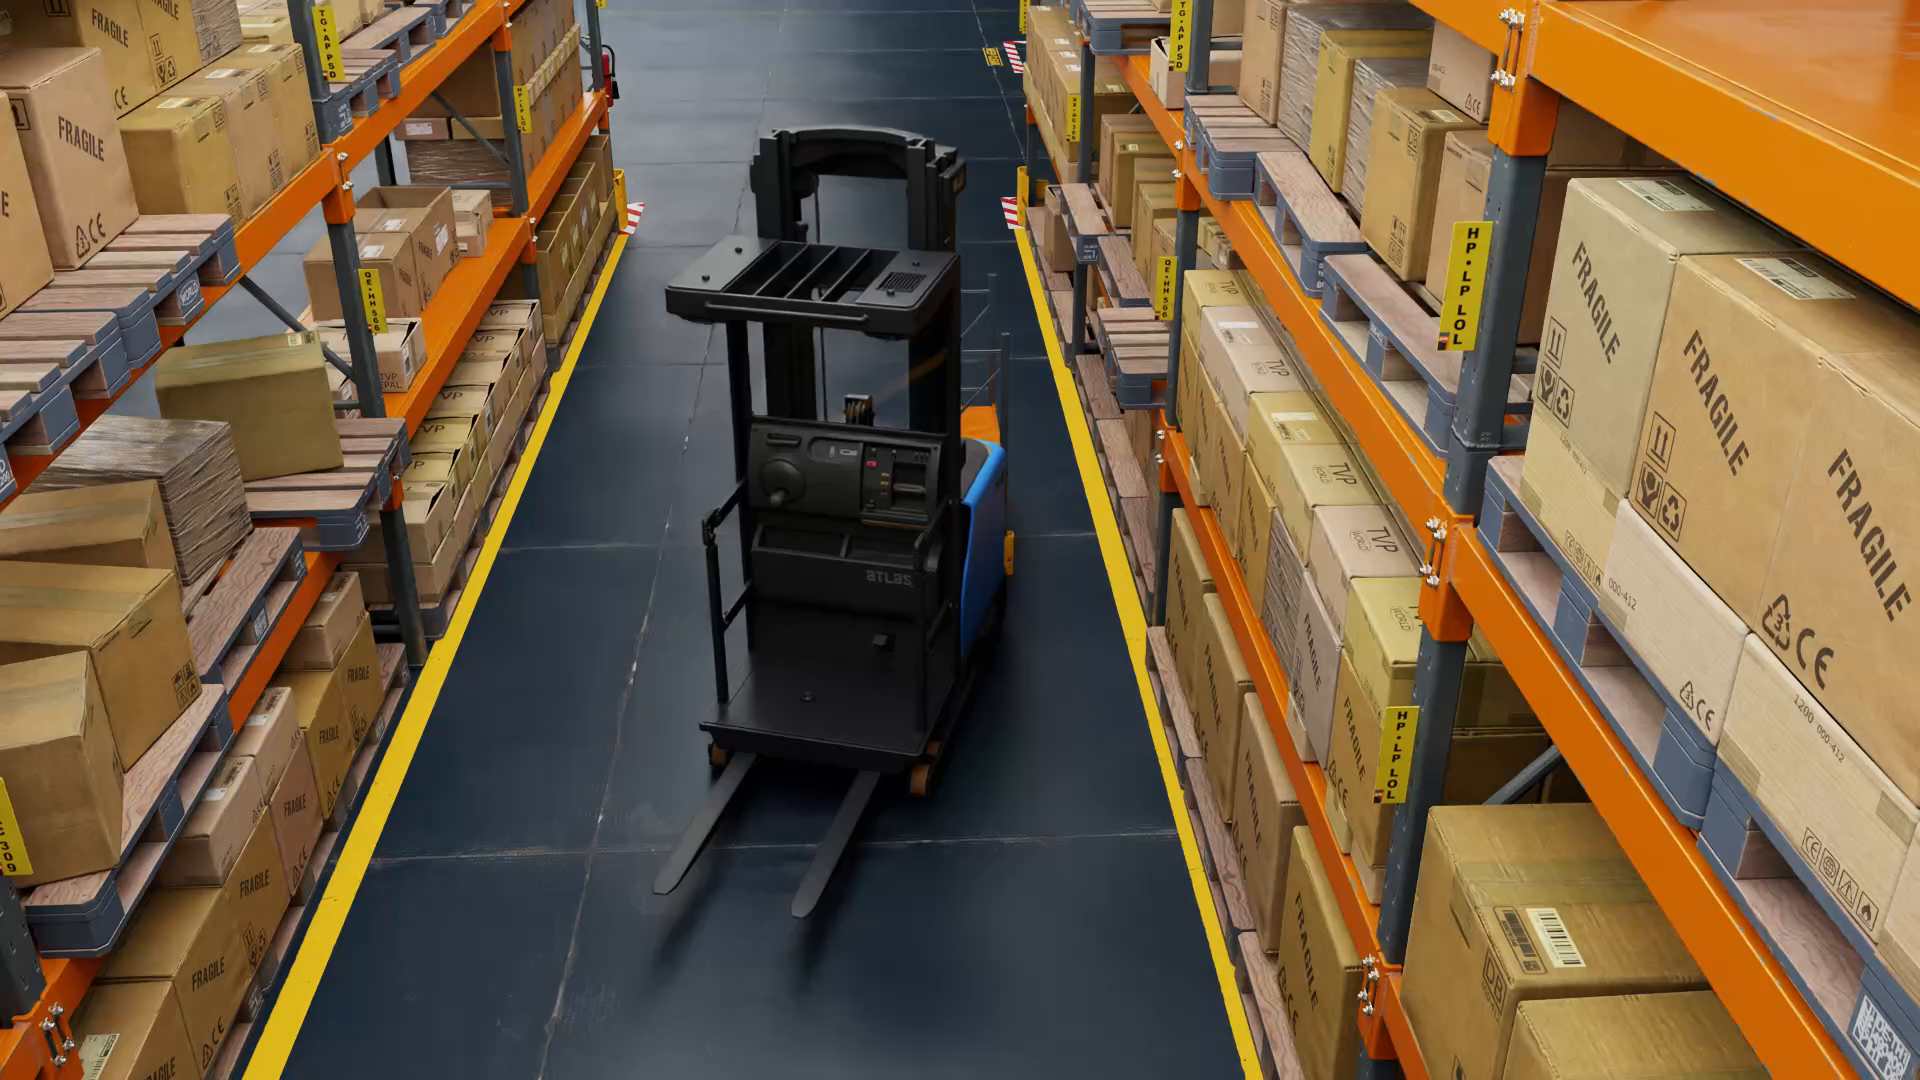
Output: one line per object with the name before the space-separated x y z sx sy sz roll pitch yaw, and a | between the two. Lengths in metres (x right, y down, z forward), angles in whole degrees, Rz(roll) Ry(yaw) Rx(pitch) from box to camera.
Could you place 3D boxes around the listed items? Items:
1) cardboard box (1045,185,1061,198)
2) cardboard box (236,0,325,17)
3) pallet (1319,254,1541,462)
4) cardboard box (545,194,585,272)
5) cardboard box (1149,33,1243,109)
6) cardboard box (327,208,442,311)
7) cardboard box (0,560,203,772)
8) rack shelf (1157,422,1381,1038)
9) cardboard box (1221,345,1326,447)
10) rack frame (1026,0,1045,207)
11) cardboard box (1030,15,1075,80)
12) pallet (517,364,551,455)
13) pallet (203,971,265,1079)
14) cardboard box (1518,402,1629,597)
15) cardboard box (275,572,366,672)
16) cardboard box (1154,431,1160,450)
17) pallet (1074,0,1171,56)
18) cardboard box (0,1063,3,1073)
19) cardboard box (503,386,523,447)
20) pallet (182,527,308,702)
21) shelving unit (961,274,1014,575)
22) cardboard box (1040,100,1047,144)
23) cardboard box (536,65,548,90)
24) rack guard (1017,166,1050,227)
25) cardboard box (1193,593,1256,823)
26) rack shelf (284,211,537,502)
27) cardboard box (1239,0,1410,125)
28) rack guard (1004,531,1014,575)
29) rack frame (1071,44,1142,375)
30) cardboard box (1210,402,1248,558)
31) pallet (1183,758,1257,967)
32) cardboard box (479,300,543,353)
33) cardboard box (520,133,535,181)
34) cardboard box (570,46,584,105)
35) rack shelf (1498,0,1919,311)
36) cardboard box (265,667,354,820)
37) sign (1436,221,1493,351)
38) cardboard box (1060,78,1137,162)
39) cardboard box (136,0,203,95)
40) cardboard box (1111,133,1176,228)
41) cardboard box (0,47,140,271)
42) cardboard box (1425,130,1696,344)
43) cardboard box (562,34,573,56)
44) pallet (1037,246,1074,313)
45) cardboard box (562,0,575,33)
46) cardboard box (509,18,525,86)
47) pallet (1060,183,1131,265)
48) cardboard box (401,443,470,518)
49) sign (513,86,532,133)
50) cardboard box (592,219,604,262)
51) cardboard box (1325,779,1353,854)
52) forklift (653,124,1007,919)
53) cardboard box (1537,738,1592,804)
cardboard box | 1.090 -3.156 15.489 0.500 0.311 0.500 -4 28 -8
cardboard box | -3.511 -2.558 8.376 0.500 0.250 0.500 -1 28 -1
pallet | 1.673 -0.600 5.120 0.805 0.209 1.217 -2 28 -5
cardboard box | -3.358 -2.489 13.487 0.500 0.500 0.500 -1 28 -3
cardboard box | 1.254 -2.405 8.449 0.500 0.311 0.500 -1 28 -3
cardboard box | -3.517 -1.721 10.197 0.500 0.500 0.500 -1 28 -3
cardboard box | -3.077 0.418 5.643 0.700 0.500 0.500 3 28 5
rack shelf | 1.666 0.463 6.897 1.077 0.370 4.000 -1 28 -3
cardboard box | 1.386 -0.603 6.900 0.500 0.250 0.500 -1 28 -2
rack frame | 1.144 -4.475 15.586 1.000 3.000 0.127 -1 28 -3
cardboard box | 0.884 -4.293 14.567 0.500 0.500 0.500 -1 28 -2
pallet | -3.517 -0.930 11.805 1.003 0.211 1.213 -1 28 -3
pallet | -3.257 2.050 6.091 1.003 0.211 1.213 -1 28 -3
cardboard box | 1.543 -0.101 3.557 0.500 0.250 0.500 -1 28 -3
cardboard box | -3.095 0.374 7.705 0.500 0.250 0.500 0 28 -1
cardboard box | 1.561 -0.439 10.075 0.700 0.500 0.500 -1 28 -3
pallet | 1.336 -3.107 9.924 1.213 0.211 1.003 -1 28 -3
cardboard box | -2.894 1.369 4.274 0.500 0.500 0.500 -1 28 -2
cardboard box | -3.231 -0.819 11.095 0.500 0.250 0.500 -1 28 -2
pallet | -3.279 0.324 6.592 1.003 0.211 1.213 -1 28 -3
shelving unit | -0.004 -0.700 9.971 0.587 1.500 1.083 -1 28 -3
cardboard box | 0.938 -3.476 13.811 0.500 0.250 0.500 -1 28 -2
cardboard box | -3.499 -3.682 13.256 0.380 0.149 0.250 -2 28 -3
rack guard | 1.148 -3.331 16.096 1.175 0.500 0.348 -1 28 -3
cardboard box | 1.508 0.734 7.469 0.750 0.750 0.750 -2 28 -3
rack shelf | -3.490 -1.263 10.207 1.077 0.370 4.000 -1 28 -3
cardboard box | 1.644 -2.131 7.265 0.700 0.500 0.500 -3 28 -7
rack guard | 0.022 0.084 9.819 0.587 0.250 0.087 -1 28 -3
rack frame | 1.352 -2.627 12.044 1.000 3.000 0.127 -1 28 -3
cardboard box | 1.374 -0.263 7.060 0.500 0.500 0.500 -2 28 -3
pallet | 1.588 1.384 7.368 1.003 0.211 1.213 -1 28 -3
cardboard box | -3.287 -1.542 11.875 0.500 0.311 0.500 -1 28 -3
cardboard box | -3.658 -2.998 12.647 0.700 0.500 0.500 -2 28 -3
cardboard box | -3.792 -4.182 14.916 0.700 0.500 0.500 -1 28 -3
rack shelf | 1.875 -0.173 2.061 1.077 0.370 4.000 -1 28 -3
cardboard box | -3.075 0.920 7.470 0.500 0.500 0.500 -2 28 -5
sign | 1.229 -0.614 4.040 0.100 0.325 0.005 -1 28 -3
cardboard box | 1.019 -3.113 12.305 0.500 0.500 0.500 -1 28 -3
cardboard box | -3.342 -2.039 6.483 0.500 0.500 0.500 -1 28 -3
cardboard box | 1.367 -2.373 10.972 0.700 0.500 0.500 1 28 3
cardboard box | -3.202 -1.267 5.521 0.600 0.600 0.600 -2 28 -5
cardboard box | 1.834 -0.911 4.926 0.700 0.500 0.500 -3 28 -5
cardboard box | -3.564 -4.274 14.392 0.380 0.149 0.250 -2 28 -3
pallet | 1.215 -2.265 14.364 1.003 0.211 1.213 -1 28 -3
cardboard box | -3.789 -4.732 14.569 0.700 0.500 0.500 -1 28 -2
cardboard box | -3.651 -3.564 12.328 0.700 0.500 0.500 -1 28 -3
pallet | 1.247 -2.186 11.405 1.003 0.211 1.213 -1 28 -3
cardboard box | -3.155 -0.366 9.620 0.500 0.311 0.500 -2 28 -4
sign | -3.053 -3.002 11.595 0.100 0.325 0.005 -1 28 -3
cardboard box | -3.414 -2.618 14.546 0.500 0.250 0.500 -1 28 -3
cardboard box | 1.433 0.904 5.522 0.380 0.149 0.250 -1 28 -2
forklift | -0.595 -0.271 7.601 1.130 2.935 3.031 7 28 12
cardboard box | 1.998 0.664 5.283 0.500 0.500 0.500 -2 28 -4
